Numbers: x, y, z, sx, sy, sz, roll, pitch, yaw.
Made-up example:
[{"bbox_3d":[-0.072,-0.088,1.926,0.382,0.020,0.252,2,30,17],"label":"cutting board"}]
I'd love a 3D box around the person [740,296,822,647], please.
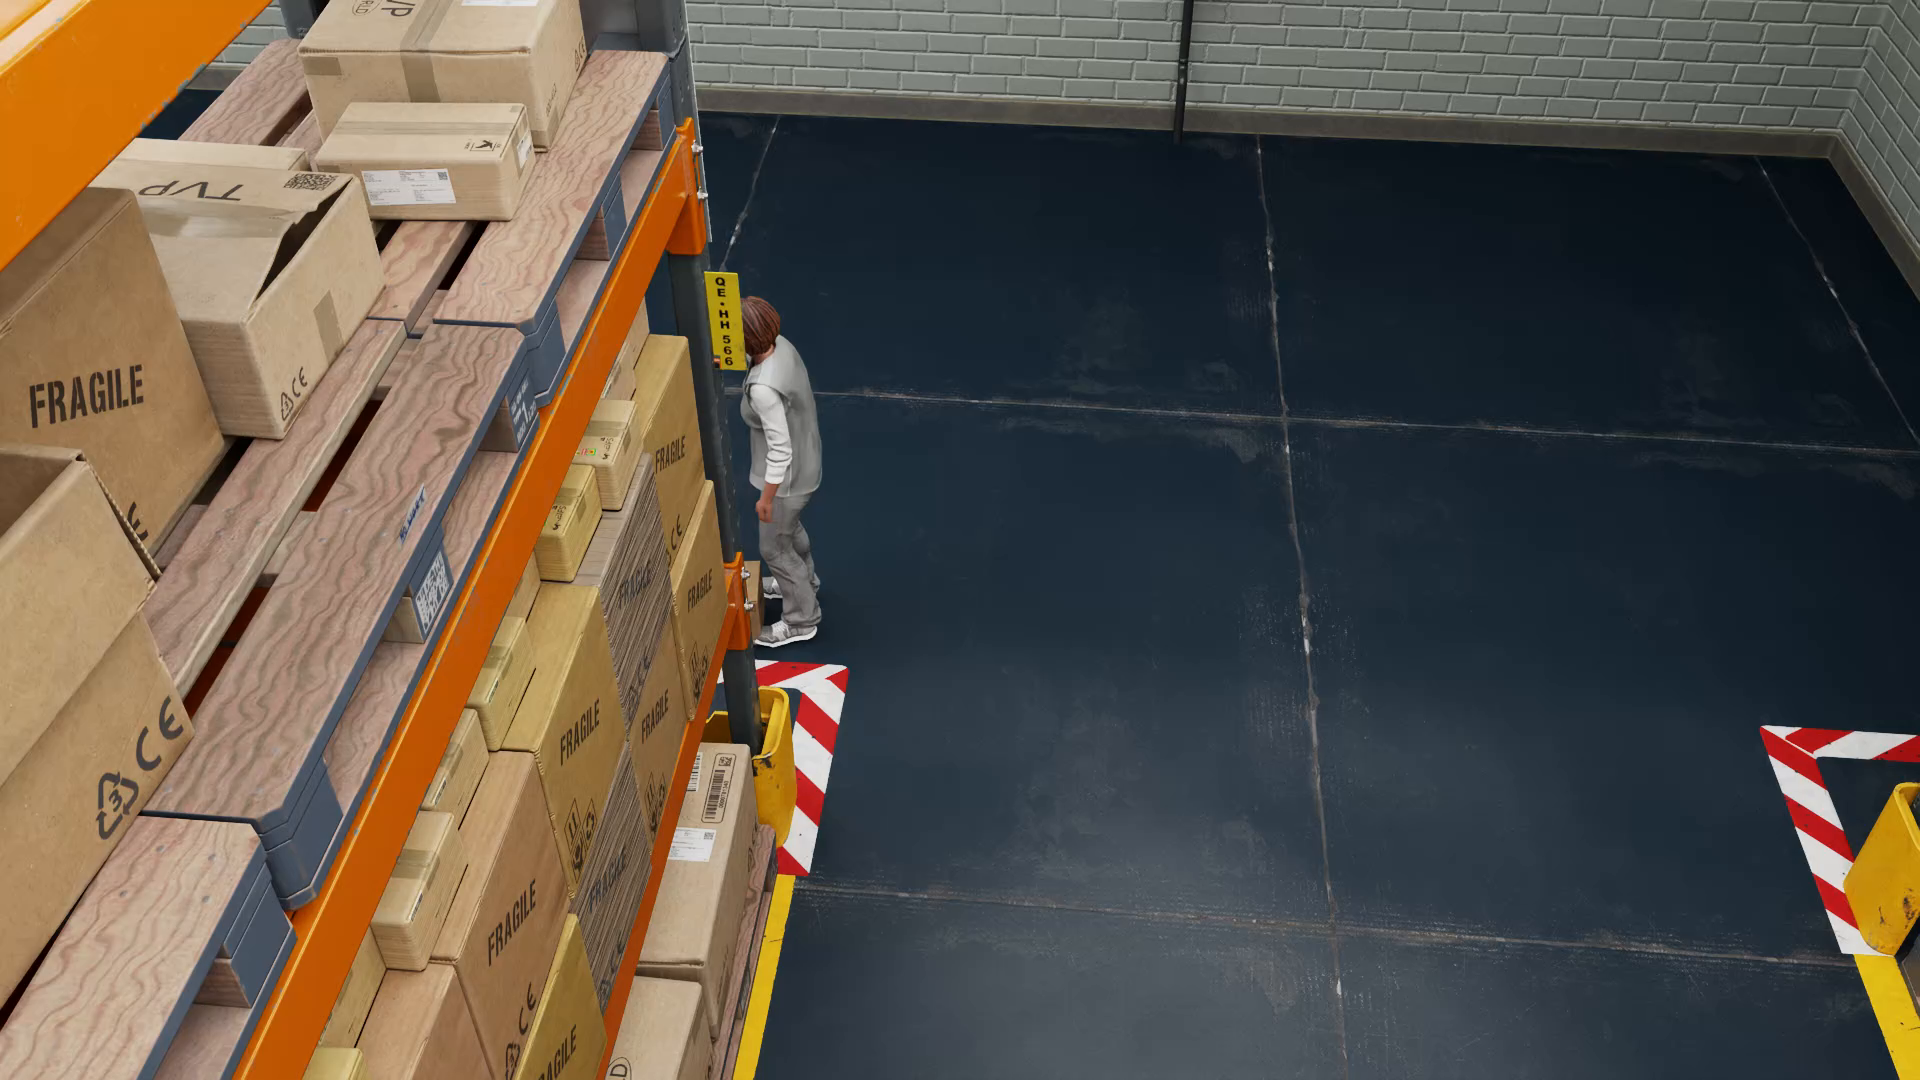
[{"bbox_3d":[-0.705,-0.265,6.474,0.343,1.592,0.462,-1,41,-1],"label":"person"}]
